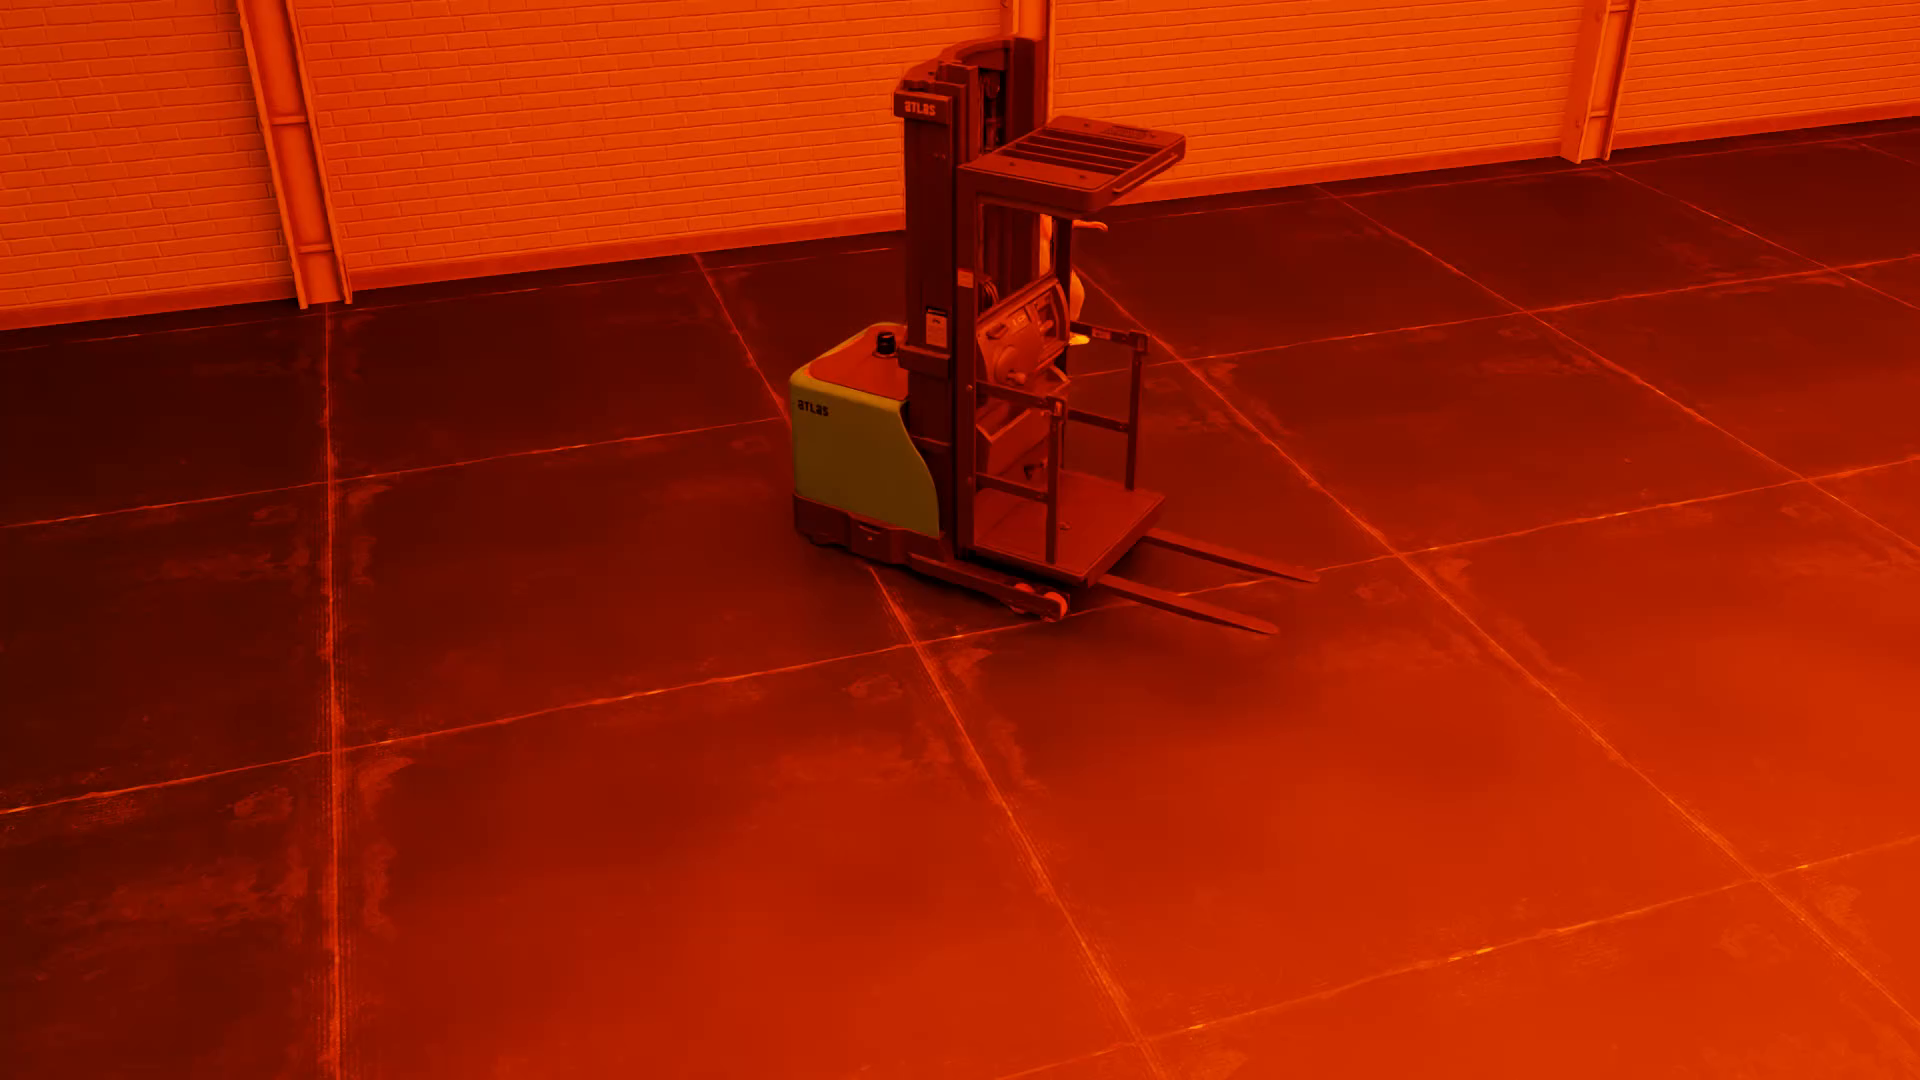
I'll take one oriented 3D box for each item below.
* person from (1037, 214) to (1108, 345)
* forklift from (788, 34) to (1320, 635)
[{"bbox_3d":[0.752,-2.034,12.043,0.795,1.549,0.734,-12,32,-20],"label":"person"},{"bbox_3d":[0.526,-1.115,9.026,3.031,2.935,1.130,17,34,26],"label":"forklift"}]
